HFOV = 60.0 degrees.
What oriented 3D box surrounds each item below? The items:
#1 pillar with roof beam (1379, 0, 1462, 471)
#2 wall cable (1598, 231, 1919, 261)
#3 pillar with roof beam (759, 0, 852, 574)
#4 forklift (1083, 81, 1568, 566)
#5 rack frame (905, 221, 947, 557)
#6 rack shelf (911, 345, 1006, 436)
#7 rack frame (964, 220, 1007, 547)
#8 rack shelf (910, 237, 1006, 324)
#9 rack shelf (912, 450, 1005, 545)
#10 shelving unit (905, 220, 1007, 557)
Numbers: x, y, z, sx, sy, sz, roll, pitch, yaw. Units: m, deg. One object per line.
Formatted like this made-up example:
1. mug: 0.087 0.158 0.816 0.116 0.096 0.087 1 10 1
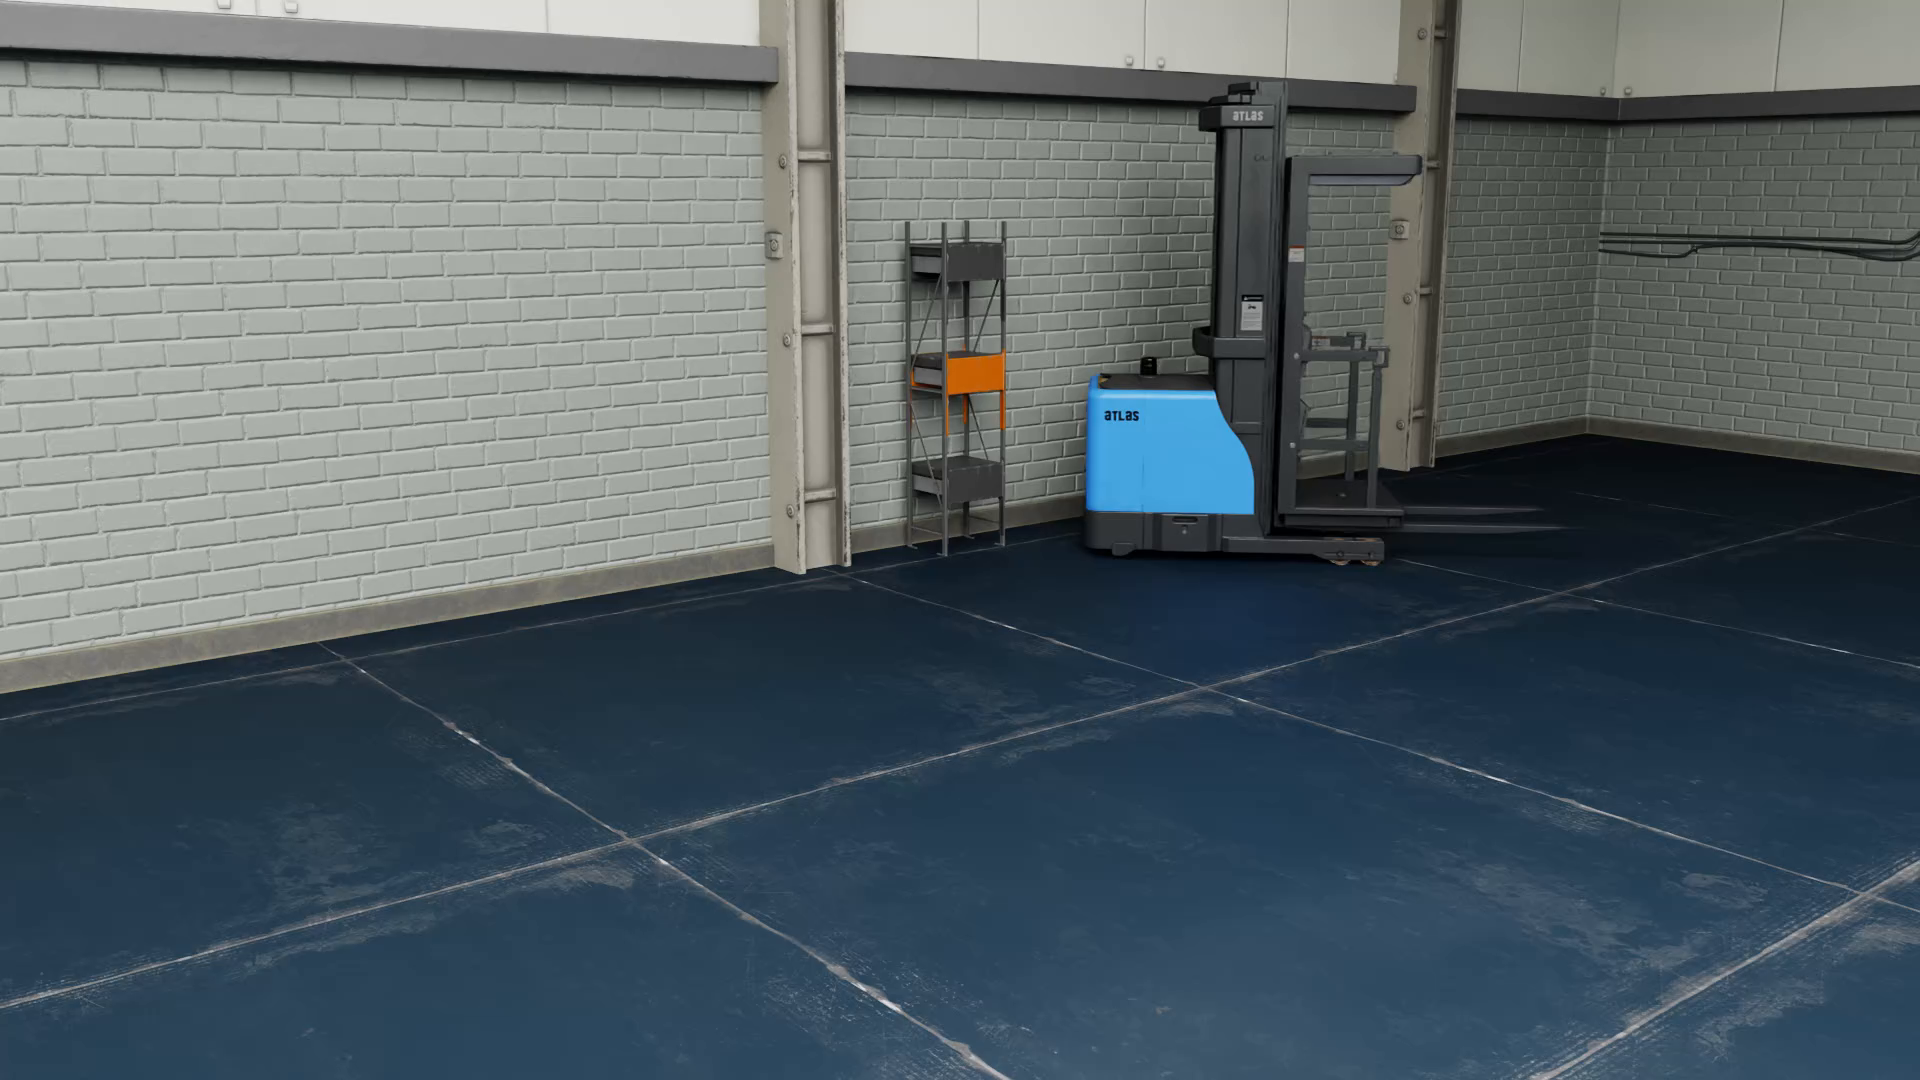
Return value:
1. pillar with roof beam: 6.451 -4.323 9.823 0.400 9.000 9.100 -9 15 -38
2. wall cable: 6.888 -3.670 14.224 0.112 2.526 3.097 -9 15 -38
3. pillar with roof beam: 1.765 -3.544 6.156 0.400 9.000 9.100 -9 15 -38
4. forklift: 2.333 -1.389 10.613 3.031 2.935 1.130 1 12 5
5. rack frame: -0.214 -0.950 10.550 0.015 2.100 0.400 -10 15 -39
6. rack shelf: -0.026 -0.970 10.705 0.480 0.518 0.431 -10 15 -39
7. rack frame: 0.162 -1.015 10.855 0.015 2.100 0.400 -10 15 -39
8. rack shelf: -0.026 -1.654 10.560 0.480 0.518 0.431 -10 15 -39
9. rack shelf: -0.026 -0.285 10.850 0.480 0.518 0.431 -10 15 -39
10. shelving unit: -0.026 -0.983 10.702 0.503 2.100 0.431 -10 15 -39
